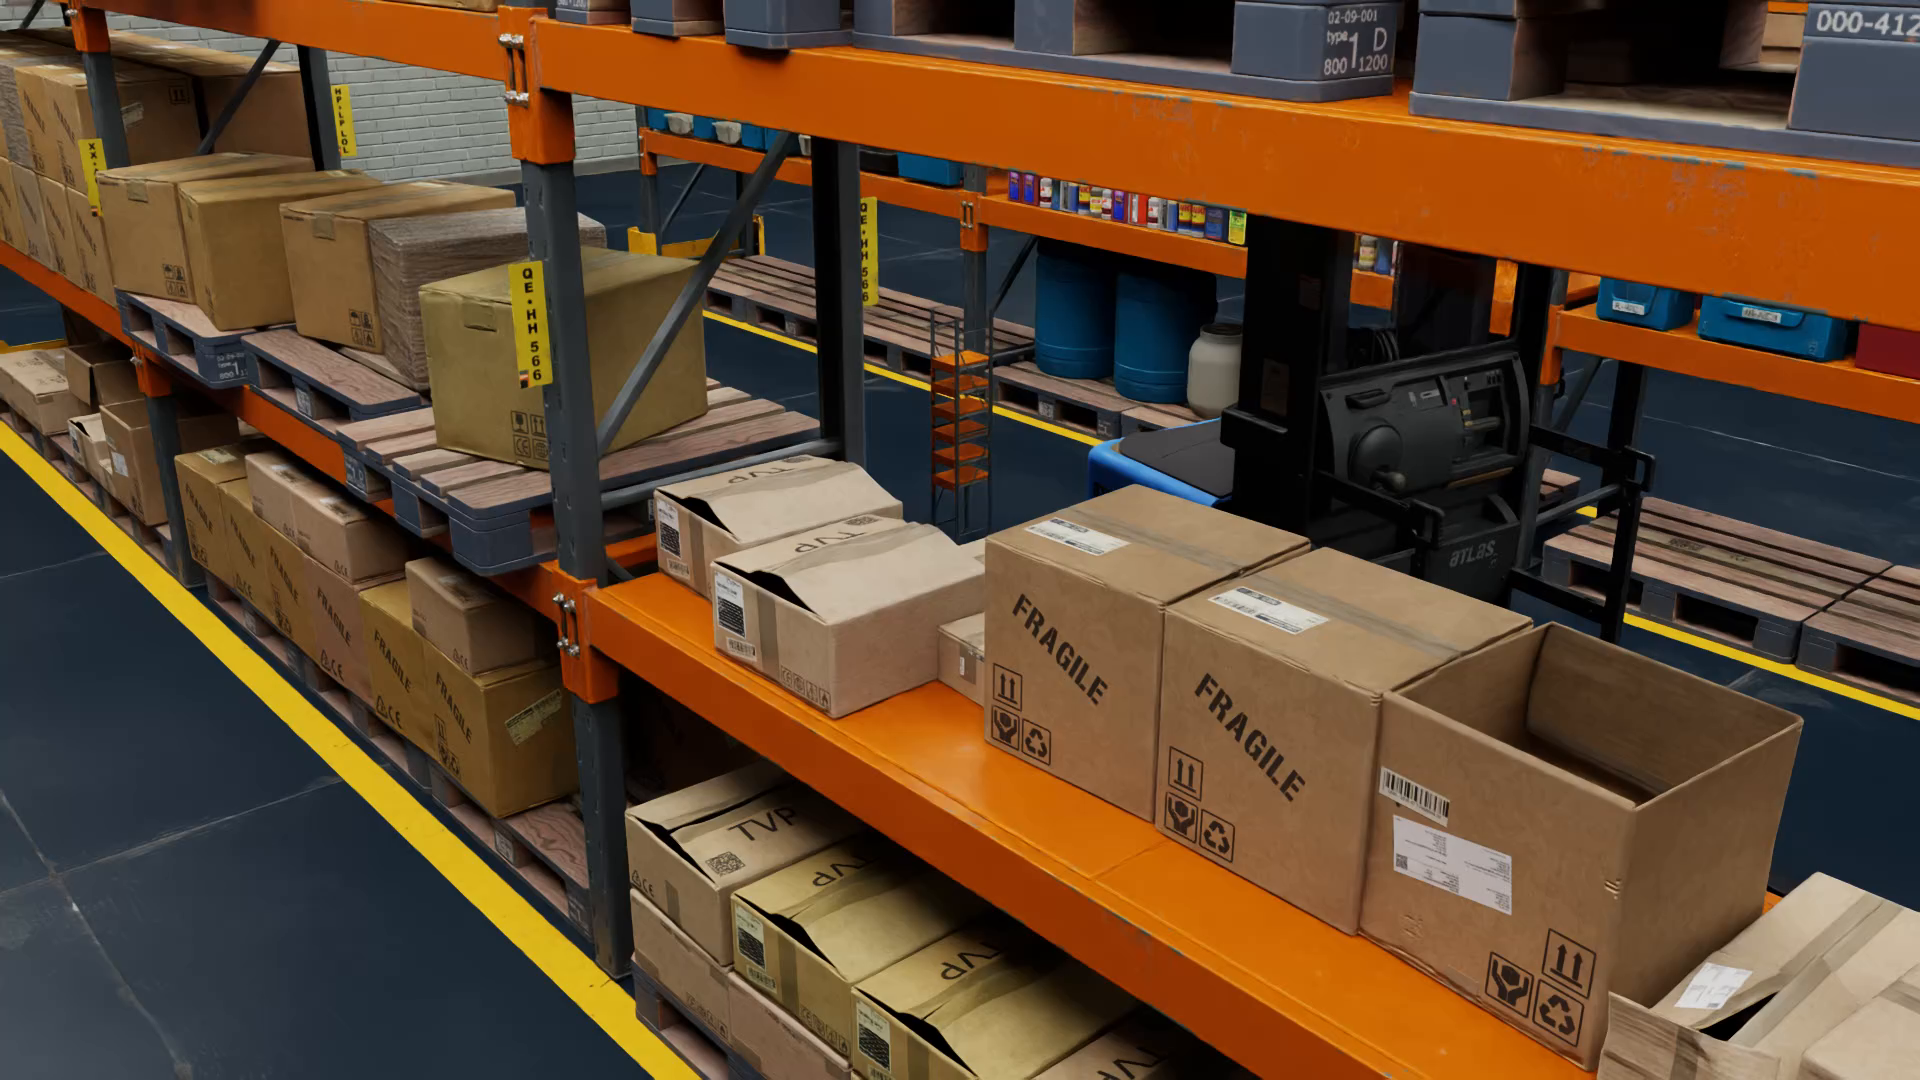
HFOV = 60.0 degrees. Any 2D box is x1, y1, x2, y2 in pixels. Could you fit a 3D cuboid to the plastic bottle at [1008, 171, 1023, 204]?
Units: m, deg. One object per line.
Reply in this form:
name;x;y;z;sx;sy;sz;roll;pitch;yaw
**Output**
plastic bottle;0.355;-2.213;10.182;0.061;0.283;0.133;-17;27;-37

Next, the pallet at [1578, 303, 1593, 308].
pallet;5.552;-1.819;12.838;1.003;0.211;1.213;-17;27;-37

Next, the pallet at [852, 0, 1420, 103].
pallet;0.538;-1.022;3.125;1.003;0.211;1.213;-16;26;-35

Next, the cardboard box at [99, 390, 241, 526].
cardboard box;-3.903;-0.423;8.276;0.500;0.500;0.500;-17;27;-37

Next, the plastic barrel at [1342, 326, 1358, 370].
plastic barrel;1.980;-0.881;9.352;0.600;0.588;0.708;-17;27;-37

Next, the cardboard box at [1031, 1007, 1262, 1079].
cardboard box;0.431;1.278;3.535;0.500;0.311;0.500;-18;28;-38

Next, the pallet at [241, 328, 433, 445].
pallet;-1.978;-0.634;6.253;1.003;0.211;1.213;-17;27;-37

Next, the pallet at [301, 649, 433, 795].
pallet;-1.956;0.559;6.767;1.003;0.211;1.213;-17;27;-37

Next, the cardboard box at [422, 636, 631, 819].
cardboard box;-1.494;0.569;5.742;0.500;0.500;0.500;-16;27;-35

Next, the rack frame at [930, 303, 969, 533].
rack frame;-0.050;-0.580;8.320;0.240;1.200;0.006;-17;27;-37

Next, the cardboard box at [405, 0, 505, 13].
cardboard box;-1.016;-1.743;4.571;0.910;0.500;0.500;-17;27;-37

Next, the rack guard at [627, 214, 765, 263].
rack guard;-2.198;-2.415;13.965;1.175;0.500;0.348;-17;27;-37

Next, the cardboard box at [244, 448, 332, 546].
cardboard box;-2.532;-0.215;6.715;0.500;0.250;0.500;-17;27;-37

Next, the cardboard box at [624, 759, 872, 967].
cardboard box;-0.586;0.851;4.624;0.500;0.311;0.500;-16;27;-36

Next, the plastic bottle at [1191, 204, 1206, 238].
plastic bottle;1.326;-1.807;9.160;0.097;0.271;0.097;0;21;0

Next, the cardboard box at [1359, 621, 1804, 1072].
cardboard box;1.073;0.510;2.932;0.500;0.500;0.500;-15;26;-34

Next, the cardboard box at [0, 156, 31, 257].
cardboard box;-4.846;-1.840;8.931;0.500;0.500;0.500;-17;27;-37

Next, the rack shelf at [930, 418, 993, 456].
rack shelf;0.009;-0.513;8.271;0.258;0.103;0.180;-17;27;-37

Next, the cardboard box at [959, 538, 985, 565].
cardboard box;0.091;0.112;4.428;0.380;0.149;0.250;-17;27;-37

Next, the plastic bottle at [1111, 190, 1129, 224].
plastic bottle;0.935;-1.968;9.555;0.061;0.283;0.133;-17;27;-37

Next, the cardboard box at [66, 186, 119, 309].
cardboard box;-3.837;-1.416;7.849;0.500;0.500;0.500;-17;27;-37

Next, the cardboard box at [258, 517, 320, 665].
cardboard box;-2.508;0.143;6.830;0.500;0.500;0.500;-17;27;-37

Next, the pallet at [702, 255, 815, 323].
pallet;-1.663;-2.040;13.403;1.003;0.211;1.213;-17;27;-37

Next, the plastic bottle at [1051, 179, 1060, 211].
plastic bottle;0.595;-2.116;9.951;0.097;0.271;0.097;0;21;0

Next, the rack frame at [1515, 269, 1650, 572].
rack frame;3.050;-1.365;7.857;1.000;3.000;0.127;-17;27;-37

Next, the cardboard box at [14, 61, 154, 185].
cardboard box;-4.179;-2.023;8.029;0.500;0.500;0.500;-18;28;-38

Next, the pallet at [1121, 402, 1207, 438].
pallet;1.711;-0.612;9.756;1.003;0.211;1.213;-17;27;-37

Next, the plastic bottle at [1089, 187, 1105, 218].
plastic bottle;0.810;-1.993;9.732;0.097;0.201;0.097;0;21;0

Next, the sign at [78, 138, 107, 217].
sign;-3.722;-1.564;7.178;0.100;0.325;0.005;-17;27;-37

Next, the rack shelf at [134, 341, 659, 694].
rack shelf;-2.011;-0.405;6.391;1.077;0.370;4.000;-17;27;-37

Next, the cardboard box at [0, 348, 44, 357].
cardboard box;-5.914;-1.077;10.428;0.380;0.149;0.250;-17;27;-37

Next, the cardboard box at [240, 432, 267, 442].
cardboard box;-3.426;-0.413;8.508;0.500;0.311;0.500;-17;27;-37

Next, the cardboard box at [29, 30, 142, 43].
cardboard box;-5.098;-2.713;9.789;0.500;0.500;0.500;-17;27;-36

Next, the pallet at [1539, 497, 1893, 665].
pallet;3.526;0.156;7.795;1.003;0.211;1.213;-17;27;-37

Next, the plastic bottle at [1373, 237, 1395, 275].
plastic bottle;2.123;-1.469;8.299;0.097;0.271;0.097;0;21;0

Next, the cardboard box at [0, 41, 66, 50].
cardboard box;-5.168;-2.442;9.098;0.500;0.500;0.500;-17;27;-37

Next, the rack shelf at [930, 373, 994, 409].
rack shelf;0.009;-0.737;8.184;0.258;0.103;0.180;-17;27;-37

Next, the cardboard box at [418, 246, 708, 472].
cardboard box;-1.202;-0.576;5.130;0.500;0.500;0.700;12;24;28

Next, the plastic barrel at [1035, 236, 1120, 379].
plastic barrel;0.781;-1.535;10.591;0.600;0.901;0.708;-17;27;-37

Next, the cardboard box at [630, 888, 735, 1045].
cardboard box;-0.586;1.112;4.726;0.500;0.250;0.500;-18;27;-38

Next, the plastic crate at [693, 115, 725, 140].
plastic crate;-1.831;-3.197;12.681;0.416;0.233;0.300;-17;27;-37

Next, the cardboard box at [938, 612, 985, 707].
cardboard box;0.170;0.269;4.029;0.380;0.149;0.250;-15;26;-34

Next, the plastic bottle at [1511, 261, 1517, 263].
plastic bottle;2.894;-1.535;8.562;0.097;0.201;0.097;0;21;0

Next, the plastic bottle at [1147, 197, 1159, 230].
plastic bottle;1.112;-1.865;9.405;0.097;0.201;0.097;0;21;0

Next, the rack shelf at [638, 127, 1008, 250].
rack shelf;-0.867;-2.688;12.221;1.077;0.370;4.000;-17;27;-37

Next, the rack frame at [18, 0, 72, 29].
rack frame;-5.927;-2.397;10.492;1.000;3.000;0.127;-17;27;-37

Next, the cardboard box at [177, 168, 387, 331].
cardboard box;-2.680;-1.175;6.659;0.700;0.500;0.500;-13;25;-29

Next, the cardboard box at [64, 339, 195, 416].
cardboard box;-4.547;-0.853;9.368;0.797;0.503;0.637;-17;27;-37

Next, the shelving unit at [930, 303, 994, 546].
shelving unit;0.009;-0.555;8.255;0.258;1.200;0.189;-17;27;-37

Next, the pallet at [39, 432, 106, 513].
pallet;-4.564;-0.521;9.525;1.003;0.211;1.213;-17;27;-37

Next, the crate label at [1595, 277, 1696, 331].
crate label;3.041;-1.082;7.363;0.303;0.233;0.416;-17;27;-37

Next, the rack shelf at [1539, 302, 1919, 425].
rack shelf;4.355;-0.478;6.577;1.077;0.370;4.000;-17;27;-37

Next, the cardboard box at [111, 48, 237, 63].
cardboard box;-4.083;-2.286;8.700;0.500;0.500;0.500;-18;28;-39

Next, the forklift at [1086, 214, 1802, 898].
forklift;1.690;-0.379;5.433;1.130;2.935;3.031;-13;25;-30

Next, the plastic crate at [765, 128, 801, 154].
plastic crate;-1.205;-2.932;12.005;0.416;0.233;0.300;-17;27;-37

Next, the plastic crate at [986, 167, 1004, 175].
plastic crate;0.243;-2.538;11.131;0.396;0.136;0.243;-17;27;-37
